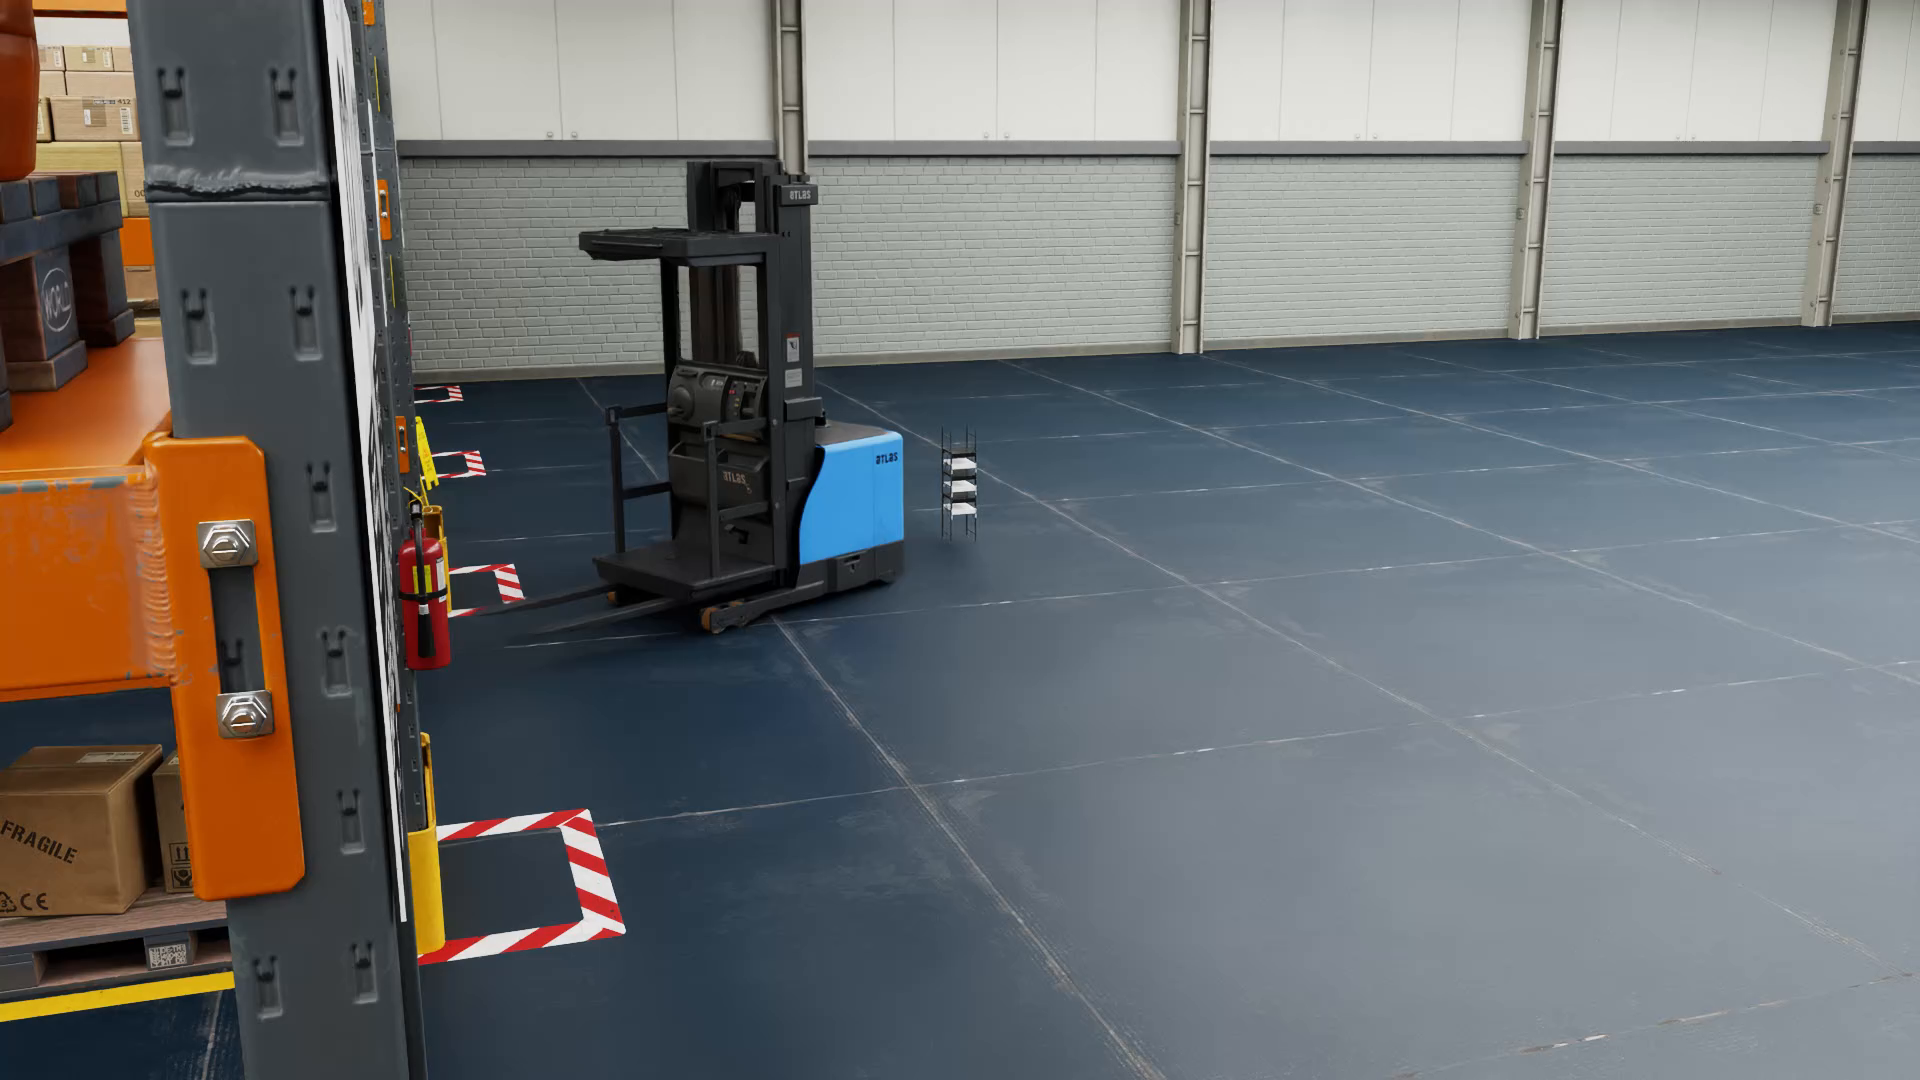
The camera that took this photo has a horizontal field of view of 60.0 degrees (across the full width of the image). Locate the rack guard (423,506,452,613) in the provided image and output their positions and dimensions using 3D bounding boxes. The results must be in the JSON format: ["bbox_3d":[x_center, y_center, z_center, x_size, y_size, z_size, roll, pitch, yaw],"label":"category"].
[{"bbox_3d":[-3.736,0.132,11.508,0.348,0.500,1.175,-4,14,-18],"label":"rack guard"}]

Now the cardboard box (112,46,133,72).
[{"bbox_3d":[-4.932,-2.886,10.010,0.250,0.149,0.380,-4,14,-18],"label":"cardboard box"}]

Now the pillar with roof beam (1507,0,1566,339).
[{"bbox_3d":[10.466,-6.698,21.856,0.400,9.000,9.100,-4,14,-18],"label":"pillar with roof beam"}]

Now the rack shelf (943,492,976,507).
[{"bbox_3d":[-0.008,-0.317,13.065,0.200,0.077,0.258,-4,14,-18],"label":"rack shelf"}]

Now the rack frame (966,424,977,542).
[{"bbox_3d":[0.089,-0.445,13.068,0.006,0.900,0.240,-4,14,-18],"label":"rack frame"}]

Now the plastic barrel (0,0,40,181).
[{"bbox_3d":[-1.113,-0.710,1.326,0.708,0.830,0.600,-4,14,-18],"label":"plastic barrel"}]

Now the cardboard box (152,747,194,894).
[{"bbox_3d":[-2.870,1.067,6.669,0.500,0.500,0.500,-2,14,-8],"label":"cardboard box"}]

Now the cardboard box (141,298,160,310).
[{"bbox_3d":[-2.881,-0.686,6.526,0.500,0.500,0.500,-4,14,-18],"label":"cardboard box"}]

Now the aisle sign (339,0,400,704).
[{"bbox_3d":[-0.718,-0.235,2.031,0.004,0.787,0.394,-4,14,-18],"label":"aisle sign"}]

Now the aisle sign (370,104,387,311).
[{"bbox_3d":[-2.310,-1.322,6.602,0.004,0.787,0.394,-4,14,-18],"label":"aisle sign"}]

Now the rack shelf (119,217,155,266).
[{"bbox_3d":[-4.168,-0.949,5.722,4.000,0.370,1.077,-4,14,-18],"label":"rack shelf"}]

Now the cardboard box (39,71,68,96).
[{"bbox_3d":[-5.562,-2.658,9.912,0.500,0.250,0.500,-4,14,-18],"label":"cardboard box"}]

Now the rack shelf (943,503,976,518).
[{"bbox_3d":[-0.008,-0.230,13.086,0.200,0.077,0.258,-4,14,-18],"label":"rack shelf"}]

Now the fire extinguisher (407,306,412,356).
[{"bbox_3d":[-5.178,-2.030,15.364,0.183,0.674,0.296,-4,14,-18],"label":"fire extinguisher"}]

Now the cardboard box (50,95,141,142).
[{"bbox_3d":[-2.945,-1.441,5.698,0.250,0.149,0.380,-5,14,-21],"label":"cardboard box"}]

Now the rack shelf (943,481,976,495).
[{"bbox_3d":[-0.008,-0.405,13.044,0.200,0.077,0.258,-4,14,-18],"label":"rack shelf"}]

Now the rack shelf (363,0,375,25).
[{"bbox_3d":[-5.654,-3.309,10.026,4.000,0.370,1.077,-4,14,-18],"label":"rack shelf"}]

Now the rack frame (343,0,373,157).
[{"bbox_3d":[-2.273,-2.906,5.912,0.127,3.000,1.000,-4,14,-18],"label":"rack frame"}]

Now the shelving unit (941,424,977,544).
[{"bbox_3d":[-0.008,-0.437,13.036,0.210,0.900,0.258,-4,14,-18],"label":"shelving unit"}]

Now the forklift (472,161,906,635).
[{"bbox_3d":[-1.750,-0.961,10.850,1.130,2.935,3.031,12,18,41],"label":"forklift"}]

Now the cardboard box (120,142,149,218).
[{"bbox_3d":[-2.649,-1.282,5.893,0.500,0.250,0.500,-4,14,-17],"label":"cardboard box"}]

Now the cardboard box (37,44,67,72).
[{"bbox_3d":[-5.415,-2.848,9.850,0.250,0.149,0.380,-4,14,-18],"label":"cardboard box"}]

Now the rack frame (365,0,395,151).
[{"bbox_3d":[-3.759,-4.001,10.517,0.127,3.000,1.000,-4,14,-18],"label":"rack frame"}]

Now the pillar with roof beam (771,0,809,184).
[{"bbox_3d":[-0.908,-5.812,18.133,0.400,9.000,9.100,-4,14,-18],"label":"pillar with roof beam"}]

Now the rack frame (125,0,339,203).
[{"bbox_3d":[-0.693,-1.819,1.345,0.127,3.000,1.000,-4,14,-18],"label":"rack frame"}]

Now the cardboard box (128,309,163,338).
[{"bbox_3d":[-2.715,-0.572,6.046,0.500,0.500,0.500,-4,14,-18],"label":"cardboard box"}]

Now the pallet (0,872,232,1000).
[{"bbox_3d":[-3.126,1.427,6.686,1.213,0.211,1.003,-4,14,-18],"label":"pallet"}]

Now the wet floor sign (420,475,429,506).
[{"bbox_3d":[-4.363,-0.373,13.318,0.232,0.644,0.267,-7,15,-28],"label":"wet floor sign"}]

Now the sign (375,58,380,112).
[{"bbox_3d":[-3.599,-2.814,10.266,0.005,0.325,0.100,-4,14,-18],"label":"sign"}]

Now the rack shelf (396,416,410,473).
[{"bbox_3d":[-5.654,-0.585,10.674,4.000,0.370,1.077,-4,14,-18],"label":"rack shelf"}]

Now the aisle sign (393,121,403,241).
[{"bbox_3d":[-3.787,-2.418,11.209,0.004,0.787,0.394,-4,14,-18],"label":"aisle sign"}]
